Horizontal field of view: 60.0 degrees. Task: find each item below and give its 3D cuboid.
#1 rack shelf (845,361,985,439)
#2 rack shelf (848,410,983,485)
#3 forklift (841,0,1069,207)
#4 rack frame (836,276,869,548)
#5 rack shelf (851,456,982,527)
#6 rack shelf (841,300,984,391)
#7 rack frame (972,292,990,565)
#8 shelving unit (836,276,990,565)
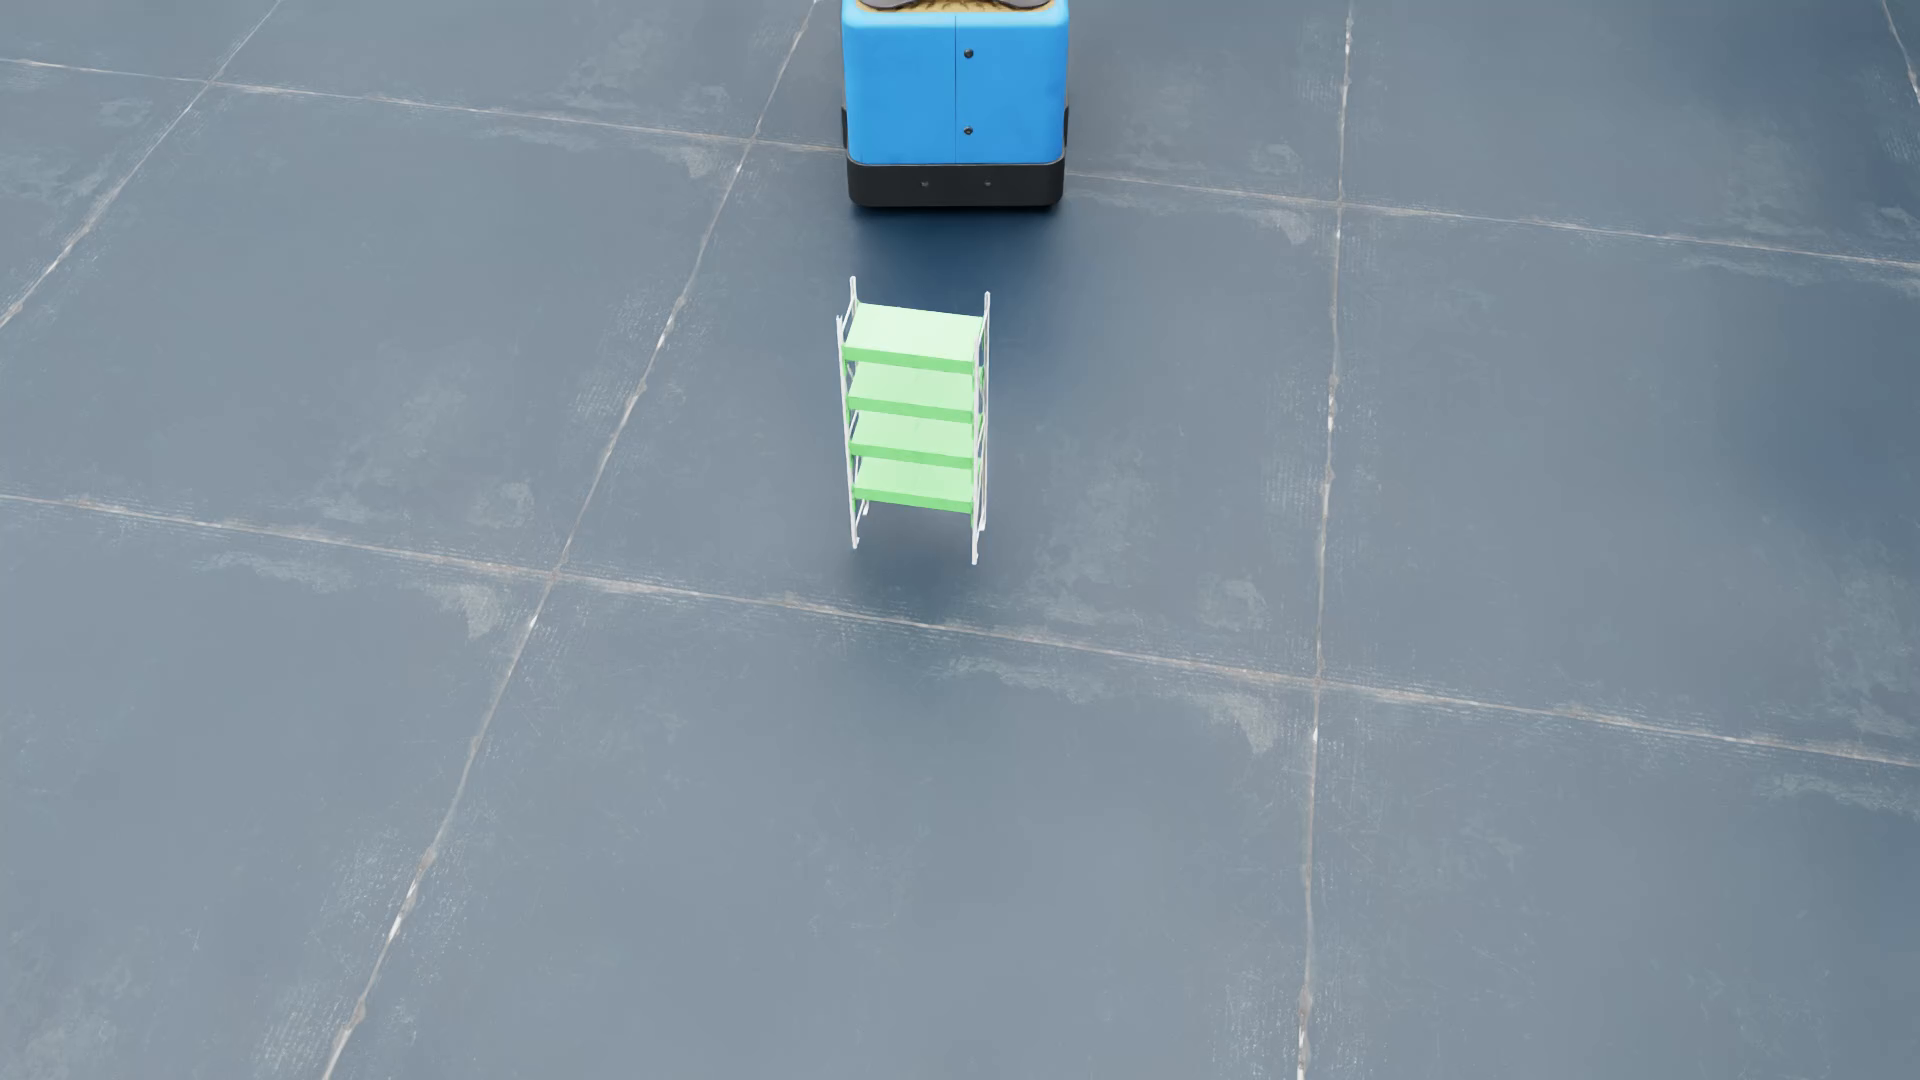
[{"bbox_3d":[-0.163,-0.541,6.164,0.480,0.148,0.258,8,49,7],"label":"rack shelf"},{"bbox_3d":[-0.163,-0.380,6.343,0.480,0.148,0.258,8,49,7],"label":"rack shelf"},{"bbox_3d":[-0.033,-3.680,8.058,1.130,2.935,3.031,0,48,0],"label":"forklift"},{"bbox_3d":[-0.403,-0.455,6.324,0.015,1.200,0.240,8,49,7],"label":"rack frame"},{"bbox_3d":[-0.163,-0.220,6.521,0.480,0.148,0.258,8,49,7],"label":"rack shelf"},{"bbox_3d":[-0.163,-0.701,5.986,0.480,0.148,0.258,8,49,7],"label":"rack shelf"},{"bbox_3d":[0.077,-0.391,6.266,0.015,1.200,0.240,8,49,7],"label":"rack frame"},{"bbox_3d":[-0.163,-0.423,6.295,0.503,1.200,0.258,8,49,7],"label":"shelving unit"}]
